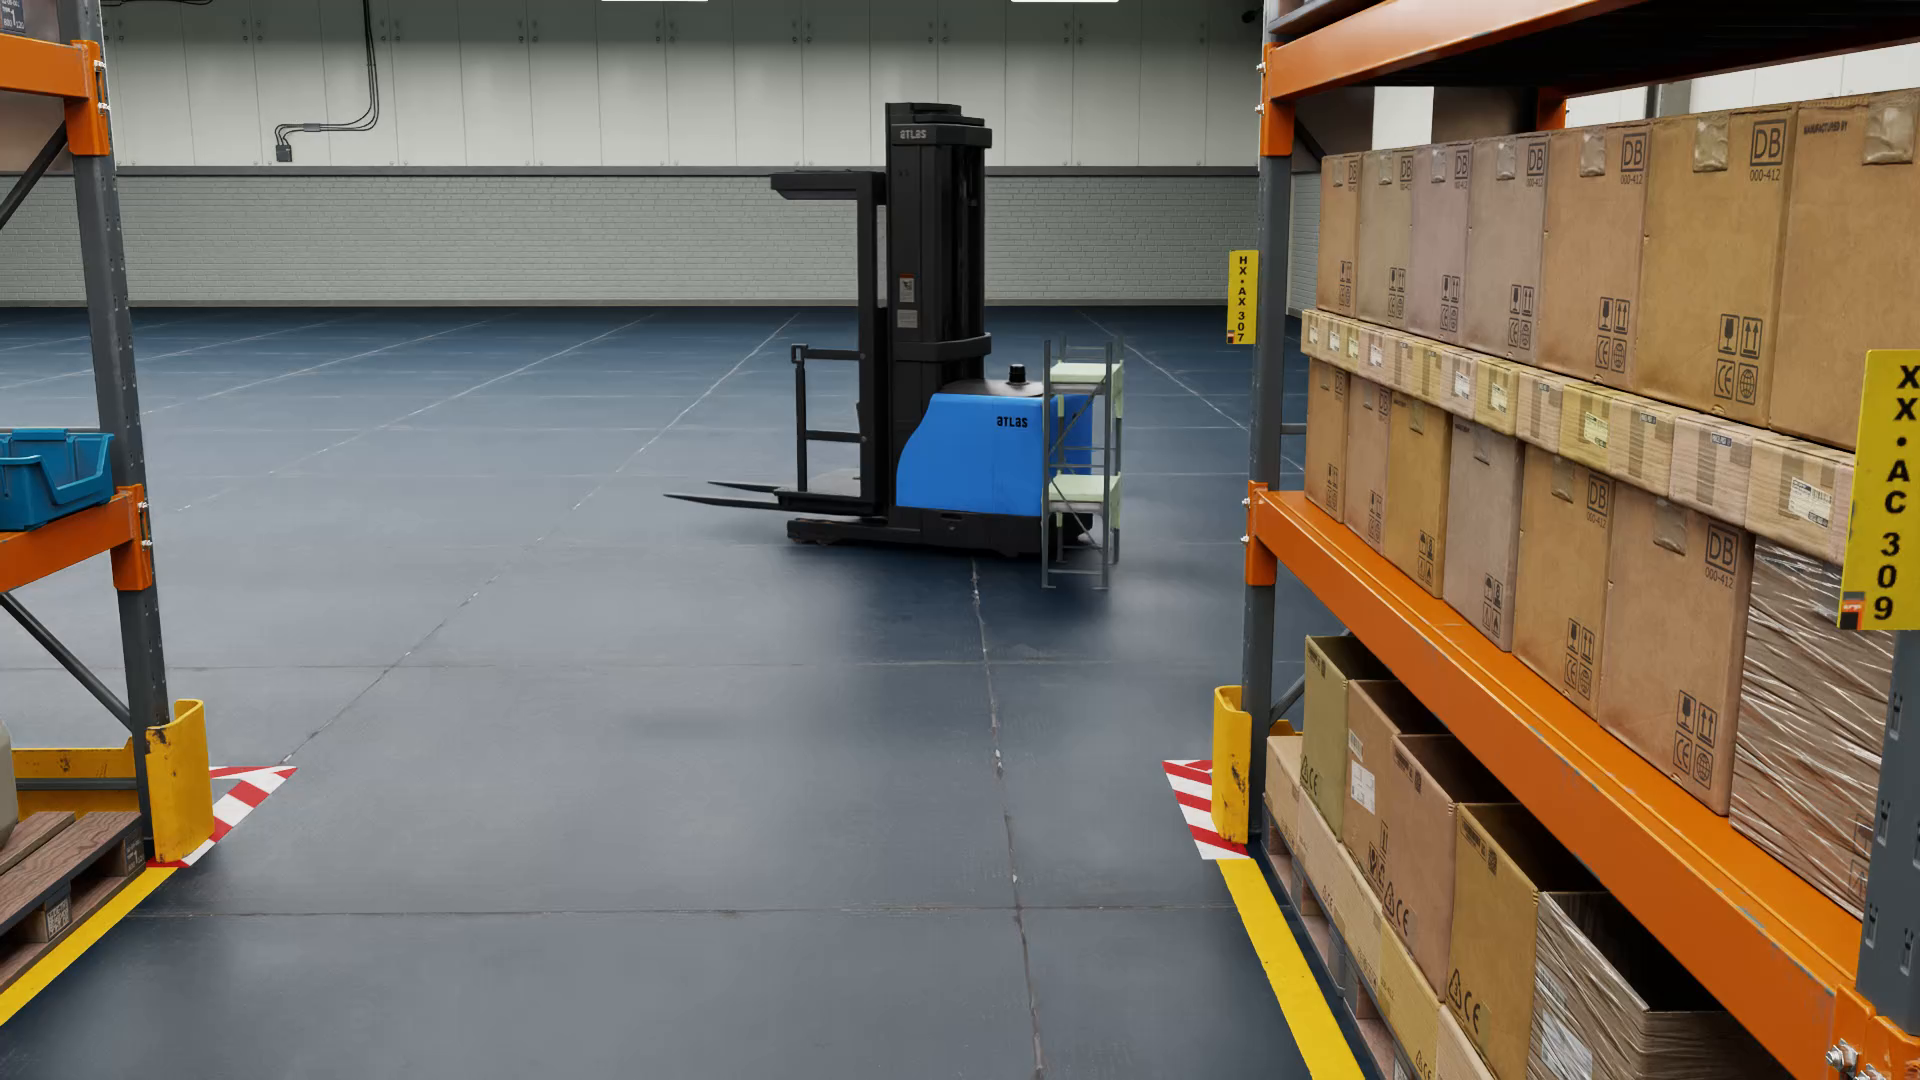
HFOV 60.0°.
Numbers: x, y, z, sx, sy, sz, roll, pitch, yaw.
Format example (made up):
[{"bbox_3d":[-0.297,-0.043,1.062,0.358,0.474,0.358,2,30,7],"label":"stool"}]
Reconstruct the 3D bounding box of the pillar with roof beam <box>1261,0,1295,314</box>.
[{"bbox_3d":[2.455,-9.161,34.083,9.100,9.000,0.548,0,11,-1],"label":"pillar with roof beam"}]

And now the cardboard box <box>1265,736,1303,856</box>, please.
[{"bbox_3d":[1.336,0.859,5.638,0.500,0.250,0.500,0,11,-1],"label":"cardboard box"}]

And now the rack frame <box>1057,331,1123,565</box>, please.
[{"bbox_3d":[0.832,-0.584,10.667,0.400,1.500,0.023,2,12,10],"label":"rack frame"}]

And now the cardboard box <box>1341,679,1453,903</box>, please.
[{"bbox_3d":[1.371,0.691,4.584,0.500,0.500,0.500,0,11,-1],"label":"cardboard box"}]

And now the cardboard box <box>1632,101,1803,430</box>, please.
[{"bbox_3d":[1.602,-0.468,2.808,0.700,0.500,0.500,0,11,-1],"label":"cardboard box"}]

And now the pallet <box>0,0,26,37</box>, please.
[{"bbox_3d":[-3.486,-1.583,4.747,1.003,0.211,1.213,0,11,-1],"label":"pallet"}]

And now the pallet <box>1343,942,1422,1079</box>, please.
[{"bbox_3d":[1.627,1.371,4.272,1.003,0.211,1.213,0,11,-1],"label":"pallet"}]

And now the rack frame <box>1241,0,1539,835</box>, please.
[{"bbox_3d":[1.547,-0.390,5.936,1.000,3.000,0.127,0,11,-1],"label":"rack frame"}]

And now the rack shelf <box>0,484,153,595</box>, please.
[{"bbox_3d":[-3.364,0.380,3.951,1.077,0.370,4.000,0,11,-1],"label":"rack shelf"}]

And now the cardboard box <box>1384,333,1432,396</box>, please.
[{"bbox_3d":[1.363,-0.473,4.461,0.380,0.149,0.250,-1,11,-3],"label":"cardboard box"}]

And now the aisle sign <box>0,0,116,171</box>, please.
[{"bbox_3d":[-3.110,-1.660,5.657,0.394,0.787,0.004,0,11,-1],"label":"aisle sign"}]

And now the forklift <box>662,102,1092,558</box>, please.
[{"bbox_3d":[-0.641,-1.489,11.525,3.031,2.935,1.130,5,12,23],"label":"forklift"}]

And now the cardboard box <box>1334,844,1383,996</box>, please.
[{"bbox_3d":[1.359,1.058,4.658,0.500,0.250,0.500,0,11,-1],"label":"cardboard box"}]

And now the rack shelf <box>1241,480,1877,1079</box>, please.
[{"bbox_3d":[1.588,0.360,4.048,1.077,0.370,4.000,0,11,-1],"label":"rack shelf"}]

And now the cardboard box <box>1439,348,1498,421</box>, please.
[{"bbox_3d":[1.371,-0.372,3.967,0.380,0.149,0.250,0,11,-1],"label":"cardboard box"}]

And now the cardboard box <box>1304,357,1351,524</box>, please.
[{"bbox_3d":[1.544,-0.346,5.468,0.700,0.500,0.500,0,11,-1],"label":"cardboard box"}]

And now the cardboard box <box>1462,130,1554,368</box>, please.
[{"bbox_3d":[1.583,-0.667,3.788,0.700,0.500,0.500,0,11,-1],"label":"cardboard box"}]

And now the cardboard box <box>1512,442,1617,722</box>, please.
[{"bbox_3d":[1.590,0.064,3.450,0.700,0.500,0.500,0,11,0],"label":"cardboard box"}]

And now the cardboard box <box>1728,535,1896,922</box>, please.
[{"bbox_3d":[1.614,0.268,2.441,0.700,0.500,0.500,-1,11,-3],"label":"cardboard box"}]

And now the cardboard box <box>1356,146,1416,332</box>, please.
[{"bbox_3d":[1.561,-0.867,4.772,0.700,0.500,0.500,-1,11,-3],"label":"cardboard box"}]

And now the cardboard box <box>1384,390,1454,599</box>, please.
[{"bbox_3d":[1.564,-0.143,4.467,0.700,0.500,0.500,0,11,-1],"label":"cardboard box"}]

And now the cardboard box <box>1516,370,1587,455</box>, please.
[{"bbox_3d":[1.385,-0.267,3.449,0.380,0.149,0.250,0,11,0],"label":"cardboard box"}]

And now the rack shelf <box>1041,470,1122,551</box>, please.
[{"bbox_3d":[0.765,-0.193,10.379,0.431,0.370,0.720,2,12,10],"label":"rack shelf"}]

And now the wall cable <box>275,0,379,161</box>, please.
[{"bbox_3d":[-13.981,-11.343,36.284,2.305,6.003,0.169,0,11,-1],"label":"wall cable"}]

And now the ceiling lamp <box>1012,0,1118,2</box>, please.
[{"bbox_3d":[1.879,-11.251,29.703,2.000,3.185,0.800,0,11,-1],"label":"ceiling lamp"}]

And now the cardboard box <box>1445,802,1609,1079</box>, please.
[{"bbox_3d":[1.389,0.889,3.604,0.500,0.500,0.500,0,11,-1],"label":"cardboard box"}]

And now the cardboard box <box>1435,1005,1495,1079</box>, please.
[{"bbox_3d":[1.376,1.257,3.678,0.500,0.250,0.500,0,11,-1],"label":"cardboard box"}]

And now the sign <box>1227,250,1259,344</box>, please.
[{"bbox_3d":[0.992,-0.852,5.837,0.100,0.325,0.005,0,11,-1],"label":"sign"}]

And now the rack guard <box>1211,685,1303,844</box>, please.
[{"bbox_3d":[1.546,0.830,6.208,1.175,0.500,0.348,0,11,-1],"label":"rack guard"}]

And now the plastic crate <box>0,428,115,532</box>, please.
[{"bbox_3d":[-3.096,-0.199,5.370,0.499,0.251,0.616,0,11,-1],"label":"plastic crate"}]

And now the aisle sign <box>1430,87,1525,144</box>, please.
[{"bbox_3d":[1.839,-1.678,5.748,0.394,0.787,0.004,0,11,-1],"label":"aisle sign"}]

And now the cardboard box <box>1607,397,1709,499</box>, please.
[{"bbox_3d":[1.392,-0.168,2.961,0.380,0.149,0.250,0,11,-1],"label":"cardboard box"}]

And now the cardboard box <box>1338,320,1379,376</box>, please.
[{"bbox_3d":[1.352,-0.576,4.970,0.380,0.149,0.250,0,11,-1],"label":"cardboard box"}]

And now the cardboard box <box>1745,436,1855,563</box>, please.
[{"bbox_3d":[1.407,-0.064,2.447,0.380,0.149,0.250,0,11,-2],"label":"cardboard box"}]

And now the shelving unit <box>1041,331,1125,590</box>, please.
[{"bbox_3d":[0.765,-0.513,10.314,0.431,1.500,0.755,2,12,10],"label":"shelving unit"}]

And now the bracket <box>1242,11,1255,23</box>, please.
[{"bbox_3d":[6.346,-11.495,36.534,0.235,0.232,0.430,0,11,-1],"label":"bracket"}]

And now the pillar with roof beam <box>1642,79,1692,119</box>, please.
[{"bbox_3d":[2.827,-5.583,16.446,9.100,9.000,0.400,0,11,-1],"label":"pillar with roof beam"}]

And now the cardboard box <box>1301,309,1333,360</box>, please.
[{"bbox_3d":[1.340,-0.678,5.473,0.380,0.149,0.250,0,11,-2],"label":"cardboard box"}]
